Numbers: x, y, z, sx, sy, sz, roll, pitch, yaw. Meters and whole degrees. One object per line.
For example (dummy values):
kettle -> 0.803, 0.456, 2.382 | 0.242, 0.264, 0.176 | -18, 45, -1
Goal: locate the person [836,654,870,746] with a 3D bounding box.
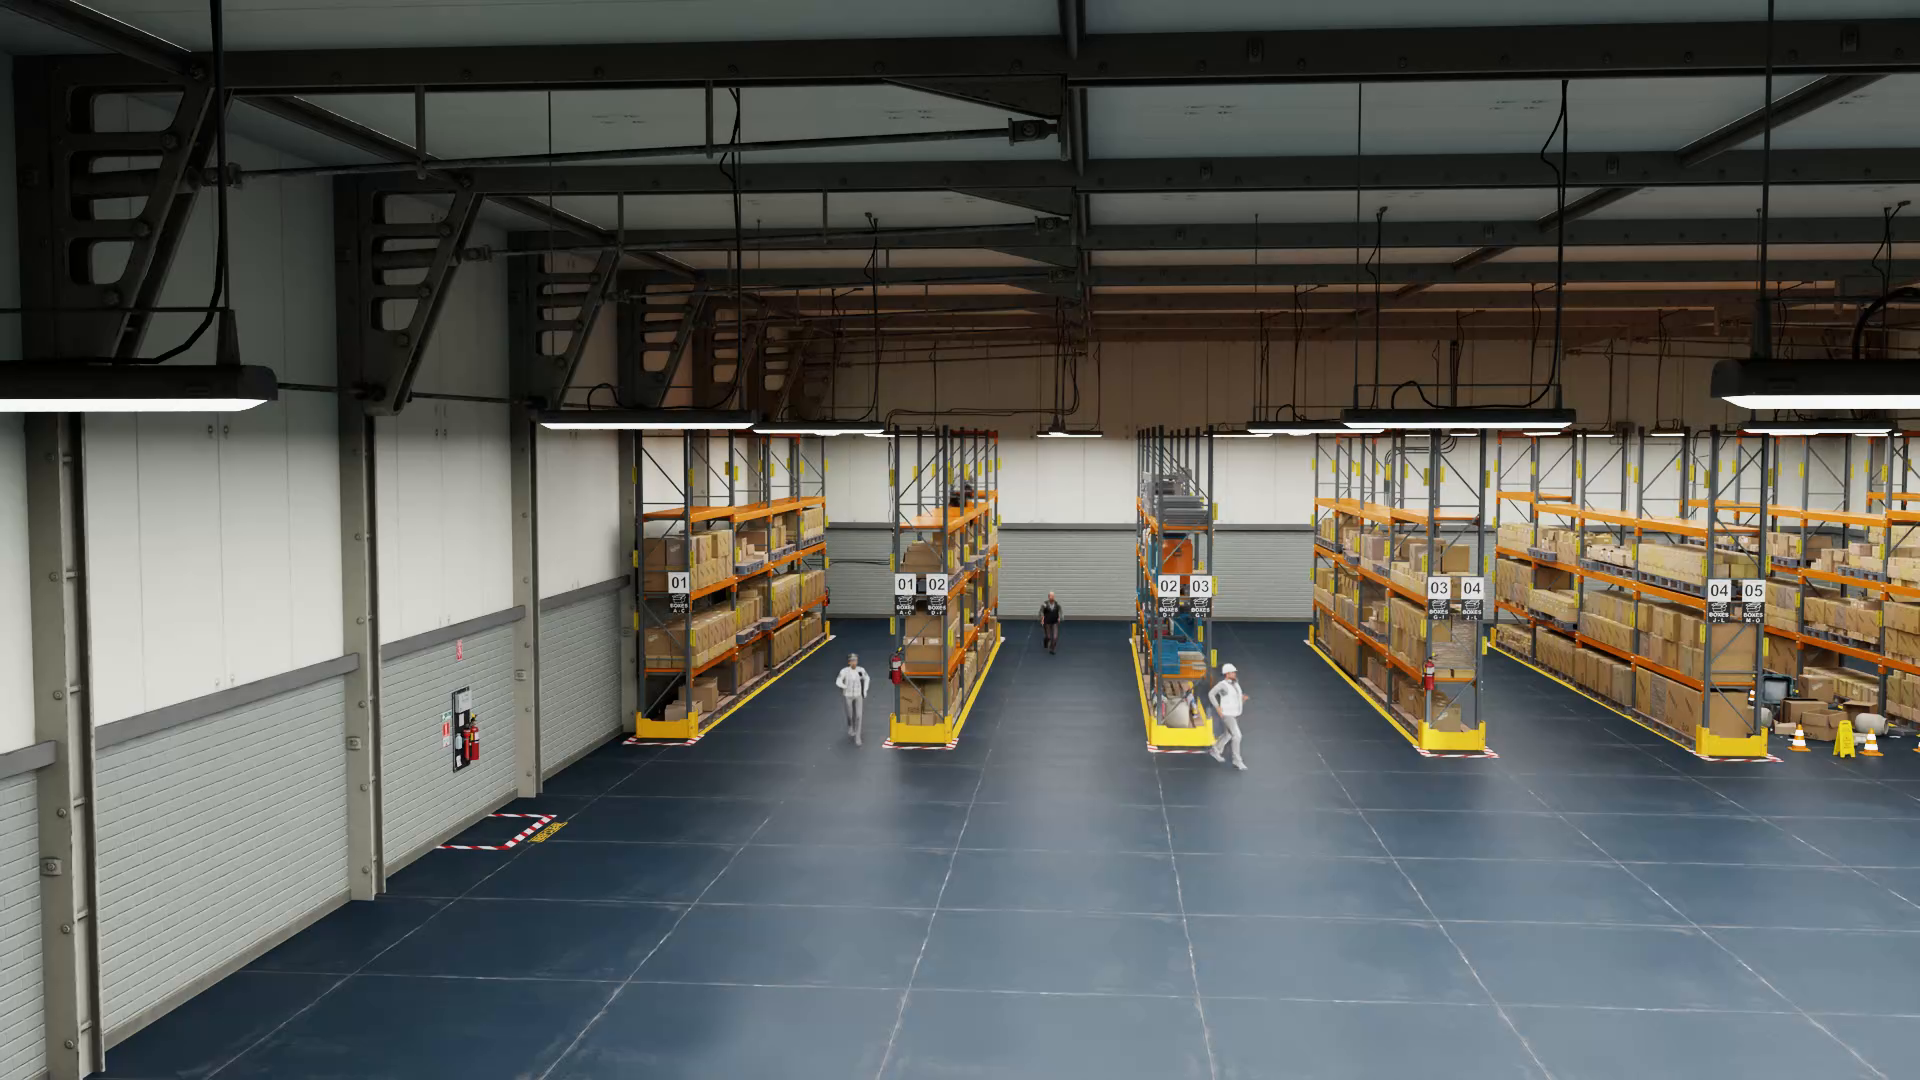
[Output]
person -> -2.028, 2.988, 31.570 | 0.651, 1.704, 0.896 | 0, 3, -7

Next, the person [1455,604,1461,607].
person -> 13.393, 2.214, 44.055 | 0.684, 1.744, 0.664 | 1, 4, 14

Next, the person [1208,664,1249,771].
person -> 4.713, 3.076, 29.104 | 0.834, 1.819, 0.635 | 3, 4, 38

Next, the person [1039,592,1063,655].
person -> 2.430, 2.225, 44.471 | 0.651, 1.674, 0.616 | 0, 3, -7
